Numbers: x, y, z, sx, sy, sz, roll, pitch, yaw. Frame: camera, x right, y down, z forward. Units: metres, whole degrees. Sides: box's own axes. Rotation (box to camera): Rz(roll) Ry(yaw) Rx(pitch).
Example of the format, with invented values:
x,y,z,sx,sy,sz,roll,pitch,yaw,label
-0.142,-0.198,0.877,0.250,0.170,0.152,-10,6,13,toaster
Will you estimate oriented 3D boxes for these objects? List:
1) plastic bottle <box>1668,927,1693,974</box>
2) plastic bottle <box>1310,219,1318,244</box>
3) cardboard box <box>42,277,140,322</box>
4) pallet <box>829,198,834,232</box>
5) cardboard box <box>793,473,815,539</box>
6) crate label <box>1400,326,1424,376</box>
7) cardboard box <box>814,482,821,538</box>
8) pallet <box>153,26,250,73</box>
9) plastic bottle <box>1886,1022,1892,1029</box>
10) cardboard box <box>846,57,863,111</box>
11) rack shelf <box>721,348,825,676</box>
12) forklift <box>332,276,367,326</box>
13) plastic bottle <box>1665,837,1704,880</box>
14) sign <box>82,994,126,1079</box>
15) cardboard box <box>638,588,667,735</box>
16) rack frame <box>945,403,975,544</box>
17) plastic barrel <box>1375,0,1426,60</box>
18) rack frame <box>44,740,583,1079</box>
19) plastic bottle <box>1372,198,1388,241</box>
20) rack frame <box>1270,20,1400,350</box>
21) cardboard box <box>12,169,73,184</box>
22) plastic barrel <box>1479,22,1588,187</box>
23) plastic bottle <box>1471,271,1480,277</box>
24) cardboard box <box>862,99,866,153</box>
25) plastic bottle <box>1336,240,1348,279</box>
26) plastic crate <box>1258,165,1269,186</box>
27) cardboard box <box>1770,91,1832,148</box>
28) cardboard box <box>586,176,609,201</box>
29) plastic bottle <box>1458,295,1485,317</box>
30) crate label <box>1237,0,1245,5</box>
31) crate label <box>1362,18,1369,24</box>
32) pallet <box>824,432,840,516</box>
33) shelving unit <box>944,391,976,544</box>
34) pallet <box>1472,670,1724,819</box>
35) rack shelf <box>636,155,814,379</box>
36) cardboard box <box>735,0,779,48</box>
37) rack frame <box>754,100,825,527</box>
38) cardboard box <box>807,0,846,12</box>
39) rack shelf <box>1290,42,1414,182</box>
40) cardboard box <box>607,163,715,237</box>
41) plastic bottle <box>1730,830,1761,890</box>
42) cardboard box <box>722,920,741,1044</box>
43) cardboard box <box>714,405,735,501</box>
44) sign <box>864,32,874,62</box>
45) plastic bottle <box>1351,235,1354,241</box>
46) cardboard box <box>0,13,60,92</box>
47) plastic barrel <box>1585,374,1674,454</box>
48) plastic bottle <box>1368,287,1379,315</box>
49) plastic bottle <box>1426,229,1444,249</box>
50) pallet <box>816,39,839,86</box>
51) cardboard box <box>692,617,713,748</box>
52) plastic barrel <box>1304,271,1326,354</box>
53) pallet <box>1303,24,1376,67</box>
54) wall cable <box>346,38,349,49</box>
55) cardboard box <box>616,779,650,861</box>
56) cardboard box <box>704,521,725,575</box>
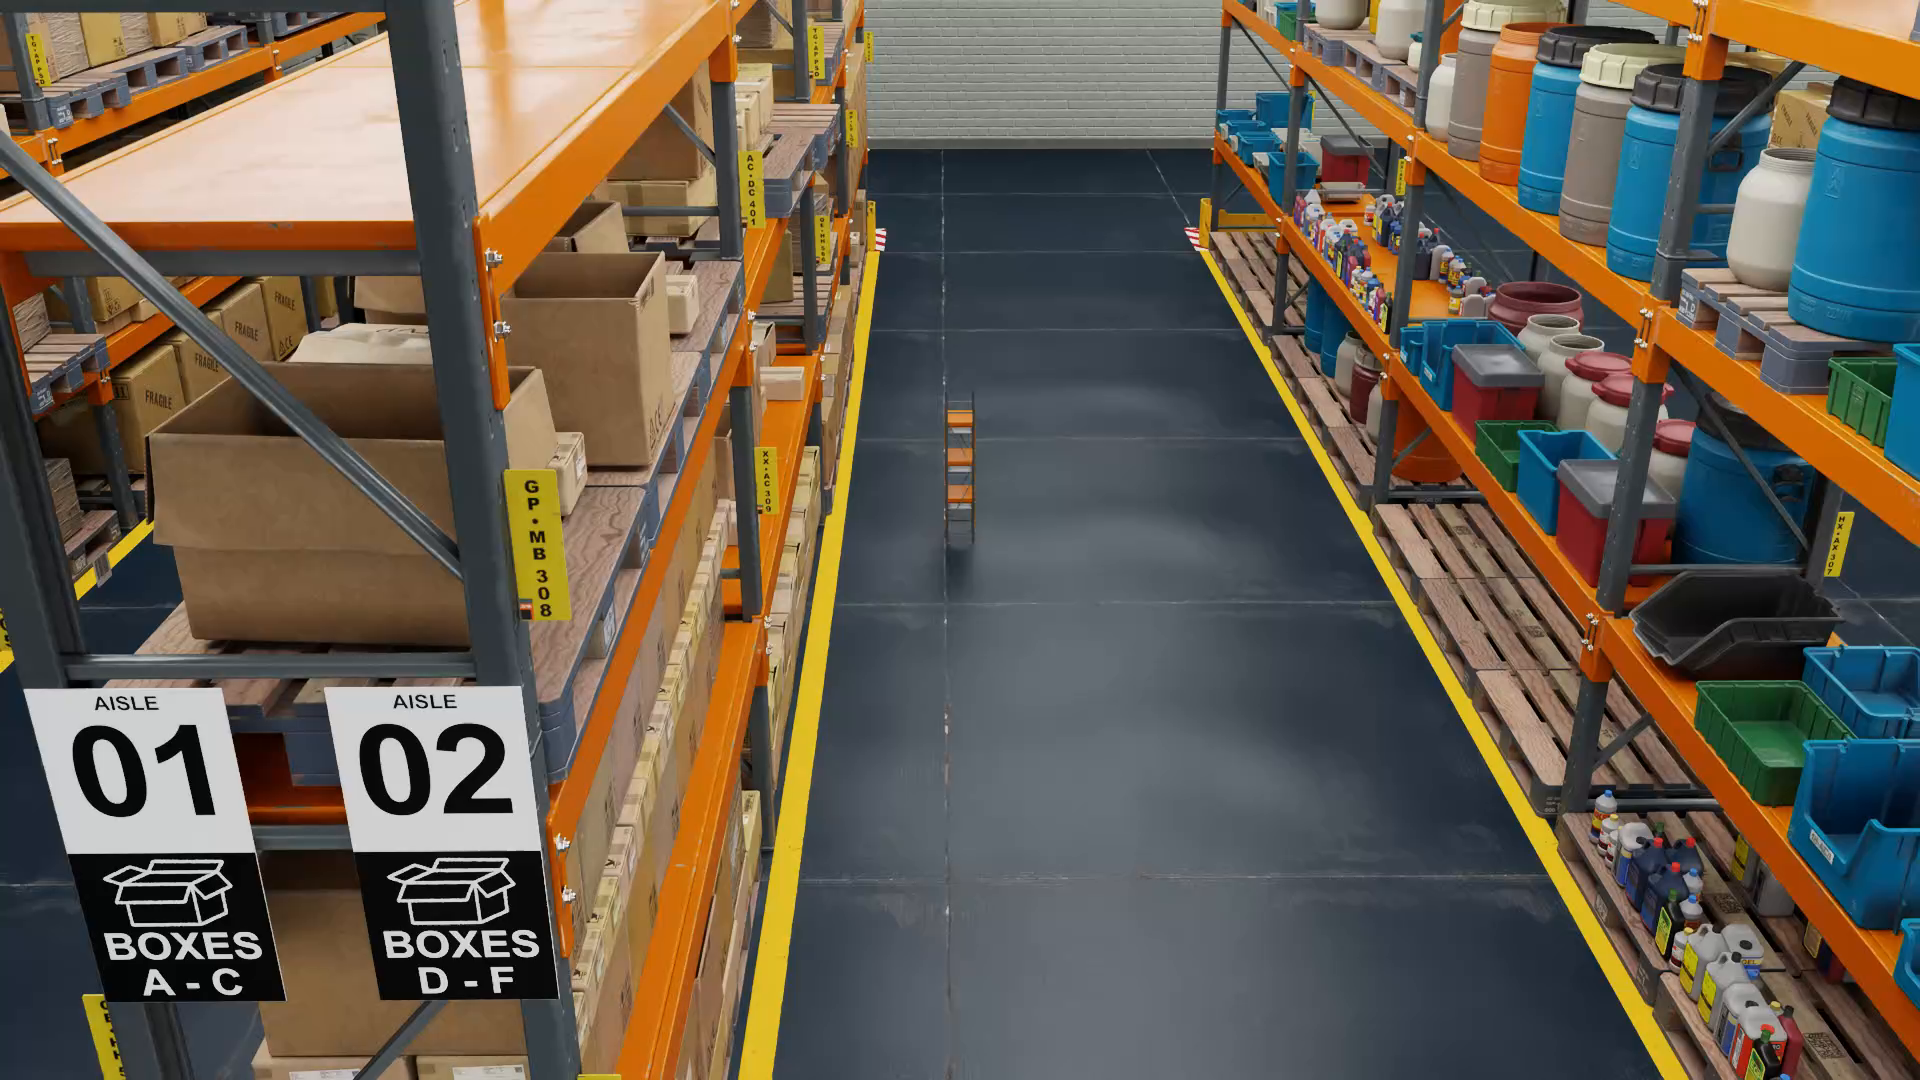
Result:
x,y,z,sx,sy,sz,roll,pitch,yaw,label
3.097,1.748,7.106,0.097,0.201,0.097,0,24,0,plastic bottle
3.037,-2.630,14.166,0.097,0.201,0.097,0,24,0,plastic bottle
-6.178,-1.850,11.695,0.500,0.500,0.500,0,24,1,cardboard box
-1.619,-2.714,14.343,1.003,0.211,1.213,0,24,-1,pallet
-1.211,-0.248,10.804,0.500,0.311,0.500,-1,24,-1,cardboard box
3.107,-1.252,11.081,0.303,0.233,0.416,0,24,-1,crate label
-1.226,-0.205,11.391,0.500,0.250,0.500,0,24,1,cardboard box
-6.413,-4.009,13.566,0.805,0.209,1.217,-1,24,-3,pallet
3.851,1.896,6.780,0.097,0.201,0.097,0,24,0,plastic bottle
-1.266,-4.676,17.115,0.500,0.500,0.500,0,24,1,cardboard box
-1.454,-0.331,9.714,1.077,0.370,4.000,0,24,-1,rack shelf
-3.149,-1.000,10.404,1.130,2.935,3.031,-1,24,-1,forklift
3.259,1.485,7.507,0.144,0.351,0.185,0,24,-1,plastic bottle
-1.931,1.175,3.819,0.100,0.325,0.005,0,24,-1,sign
-1.404,0.332,5.680,0.700,0.500,0.500,0,24,-1,cardboard box
0.001,-0.450,11.471,0.200,1.050,0.008,0,24,-1,rack frame
3.308,-3.853,12.315,0.433,0.535,0.433,0,24,0,plastic barrel
-1.388,1.814,4.099,1.000,3.000,0.127,0,24,-1,rack frame
3.627,-2.751,14.253,0.144,0.351,0.185,0,24,-1,plastic bottle
3.434,-3.152,15.078,1.000,3.000,0.127,0,24,-1,rack frame
-6.697,-2.601,12.445,0.500,0.250,0.500,-1,24,-2,cardboard box
3.277,-2.457,9.381,0.600,0.830,0.708,0,24,-1,plastic barrel
3.835,-1.876,12.400,0.061,0.283,0.133,0,24,-1,plastic bottle
-1.276,-4.428,17.778,0.500,0.500,0.500,0,24,0,cardboard box
3.031,-2.217,13.154,0.061,0.283,0.133,0,24,-1,plastic bottle
3.153,-3.514,16.140,0.437,0.125,0.590,0,24,-1,plastic crate
8.113,-3.977,15.815,0.500,0.500,0.500,0,24,0,cardboard box
-1.690,-1.293,6.528,0.500,0.500,0.500,2,24,4,cardboard box
3.644,-1.626,11.855,0.152,0.276,0.135,0,24,-1,plastic bottle
3.077,-5.717,17.291,0.408,0.251,0.502,0,24,-1,crate label
3.718,-4.601,14.963,0.293,0.136,0.466,0,24,-1,crate label
-1.446,-0.520,12.643,1.003,0.211,1.213,0,24,-1,pallet
-0.001,-0.500,11.582,0.215,1.050,0.252,0,24,-1,shelving unit
3.474,1.092,9.079,1.003,0.211,1.213,0,24,-1,pallet
-1.454,-1.697,9.096,1.077,0.370,4.000,0,24,-1,rack shelf
-1.474,-3.530,10.941,0.500,0.500,0.500,0,24,-1,cardboard box
-1.475,-1.483,11.388,1.000,3.000,0.127,0,24,-1,rack frame
-1.276,-4.859,14.788,0.500,0.250,0.500,0,24,-1,cardboard box
3.456,-3.366,12.786,1.077,0.370,4.000,0,24,-1,rack shelf
-1.429,-1.578,7.631,0.500,0.250,0.500,2,24,5,cardboard box
3.672,1.416,7.659,0.144,0.351,0.185,0,24,-1,plastic bottle
-1.192,1.829,6.892,0.500,0.250,0.500,0,24,-1,cardboard box
-1.430,-0.414,8.903,0.500,0.500,0.500,1,24,3,cardboard box
-1.008,-5.445,18.360,0.100,0.325,0.005,0,24,-1,sign
3.195,-2.400,13.657,0.097,0.201,0.097,0,24,0,plastic bottle
-6.491,-3.267,11.039,0.700,0.500,0.500,-2,24,-5,cardboard box
3.722,-0.615,9.304,0.433,0.535,0.433,0,24,0,plastic barrel
3.060,-1.760,12.243,0.097,0.201,0.097,0,24,0,plastic bottle
3.783,-2.298,13.251,0.144,0.351,0.185,0,24,-1,plastic bottle
-1.568,-3.716,12.913,1.213,0.211,1.003,0,24,-1,pallet
-1.408,0.520,6.838,0.700,0.500,0.500,-1,24,-1,cardboard box
3.423,-2.163,14.928,0.600,0.901,0.708,0,24,-1,plastic barrel
3.540,-4.110,13.786,1.213,0.211,1.003,0,24,-1,pallet
-7.476,-5.742,19.572,0.084,1.984,1.851,0,24,-1,wall cable
-1.190,0.885,5.245,0.380,0.149,0.250,-1,24,-2,cardboard box
-1.214,0.038,7.119,0.380,0.149,0.250,-1,24,-2,cardboard box
